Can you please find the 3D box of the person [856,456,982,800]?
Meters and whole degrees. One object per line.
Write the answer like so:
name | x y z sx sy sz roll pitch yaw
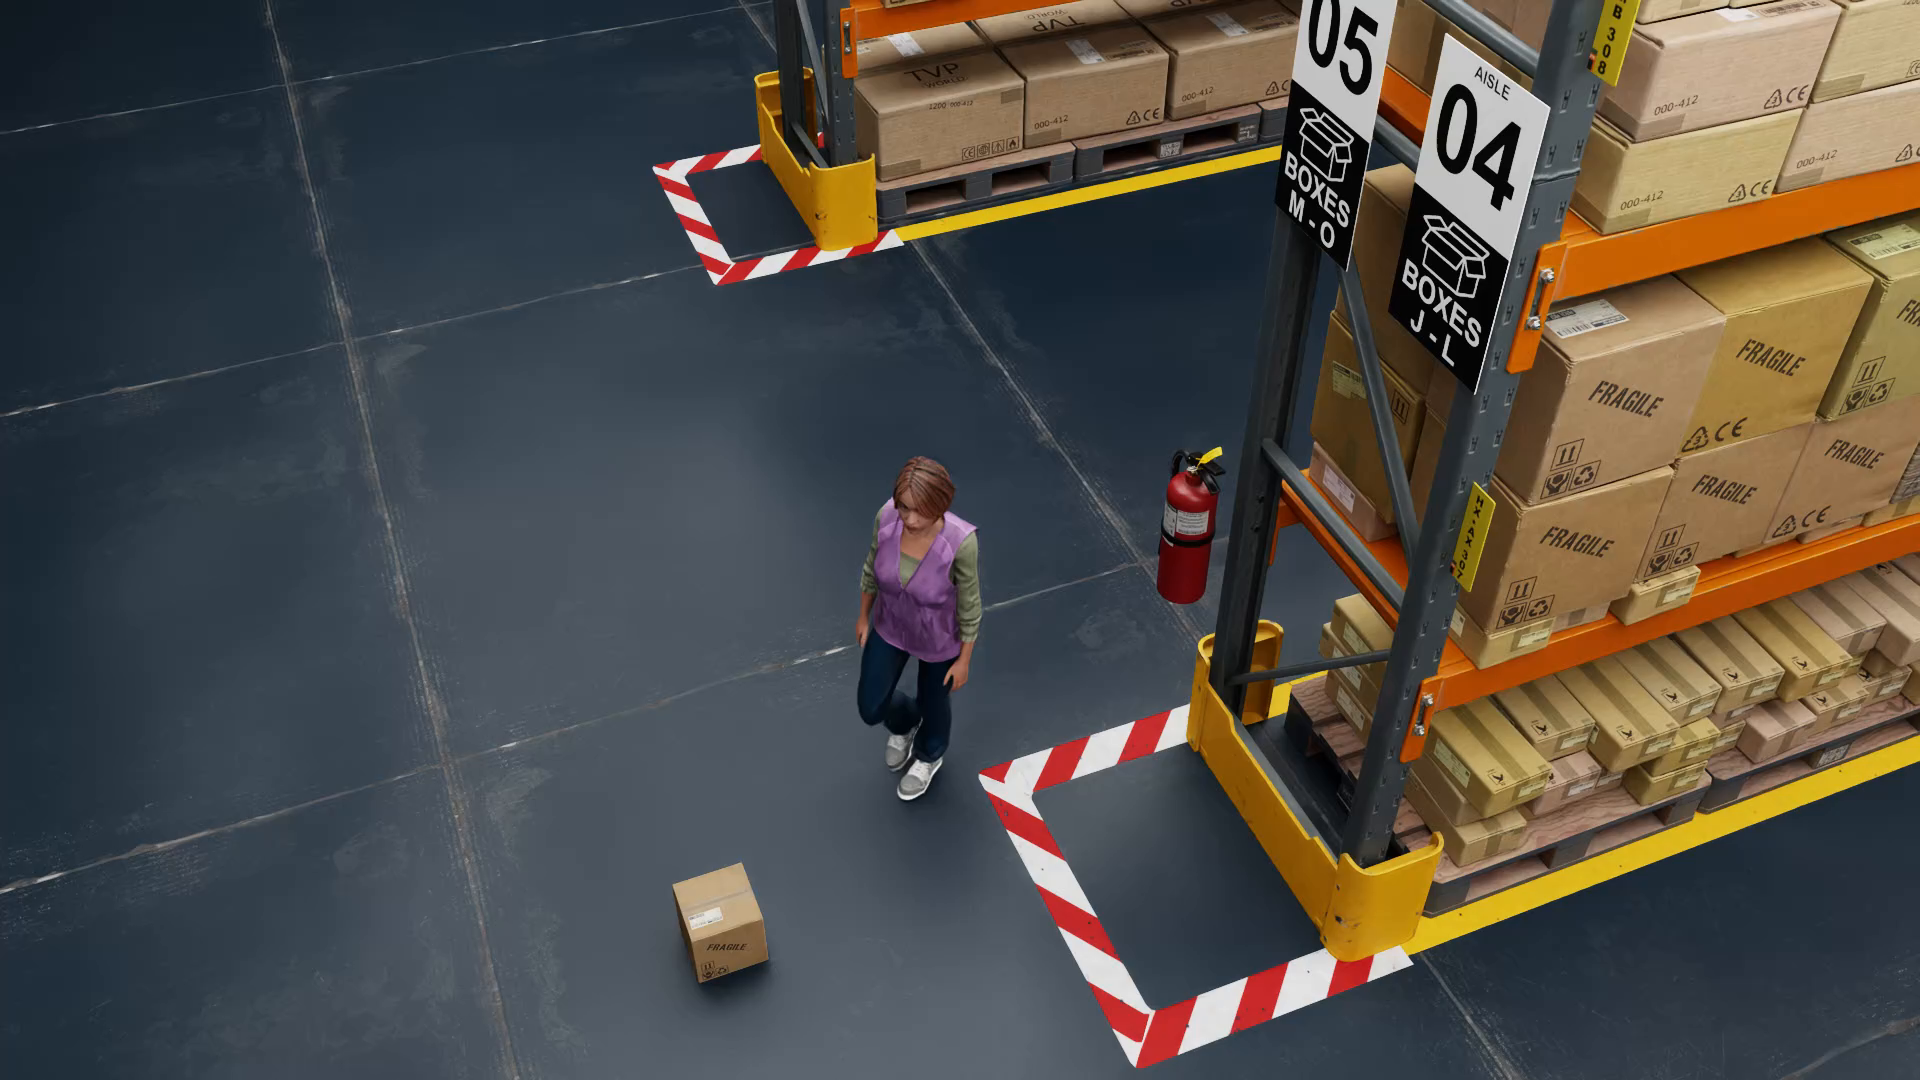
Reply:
person | -0.143 0.338 5.782 0.479 1.582 0.400 18 45 19
